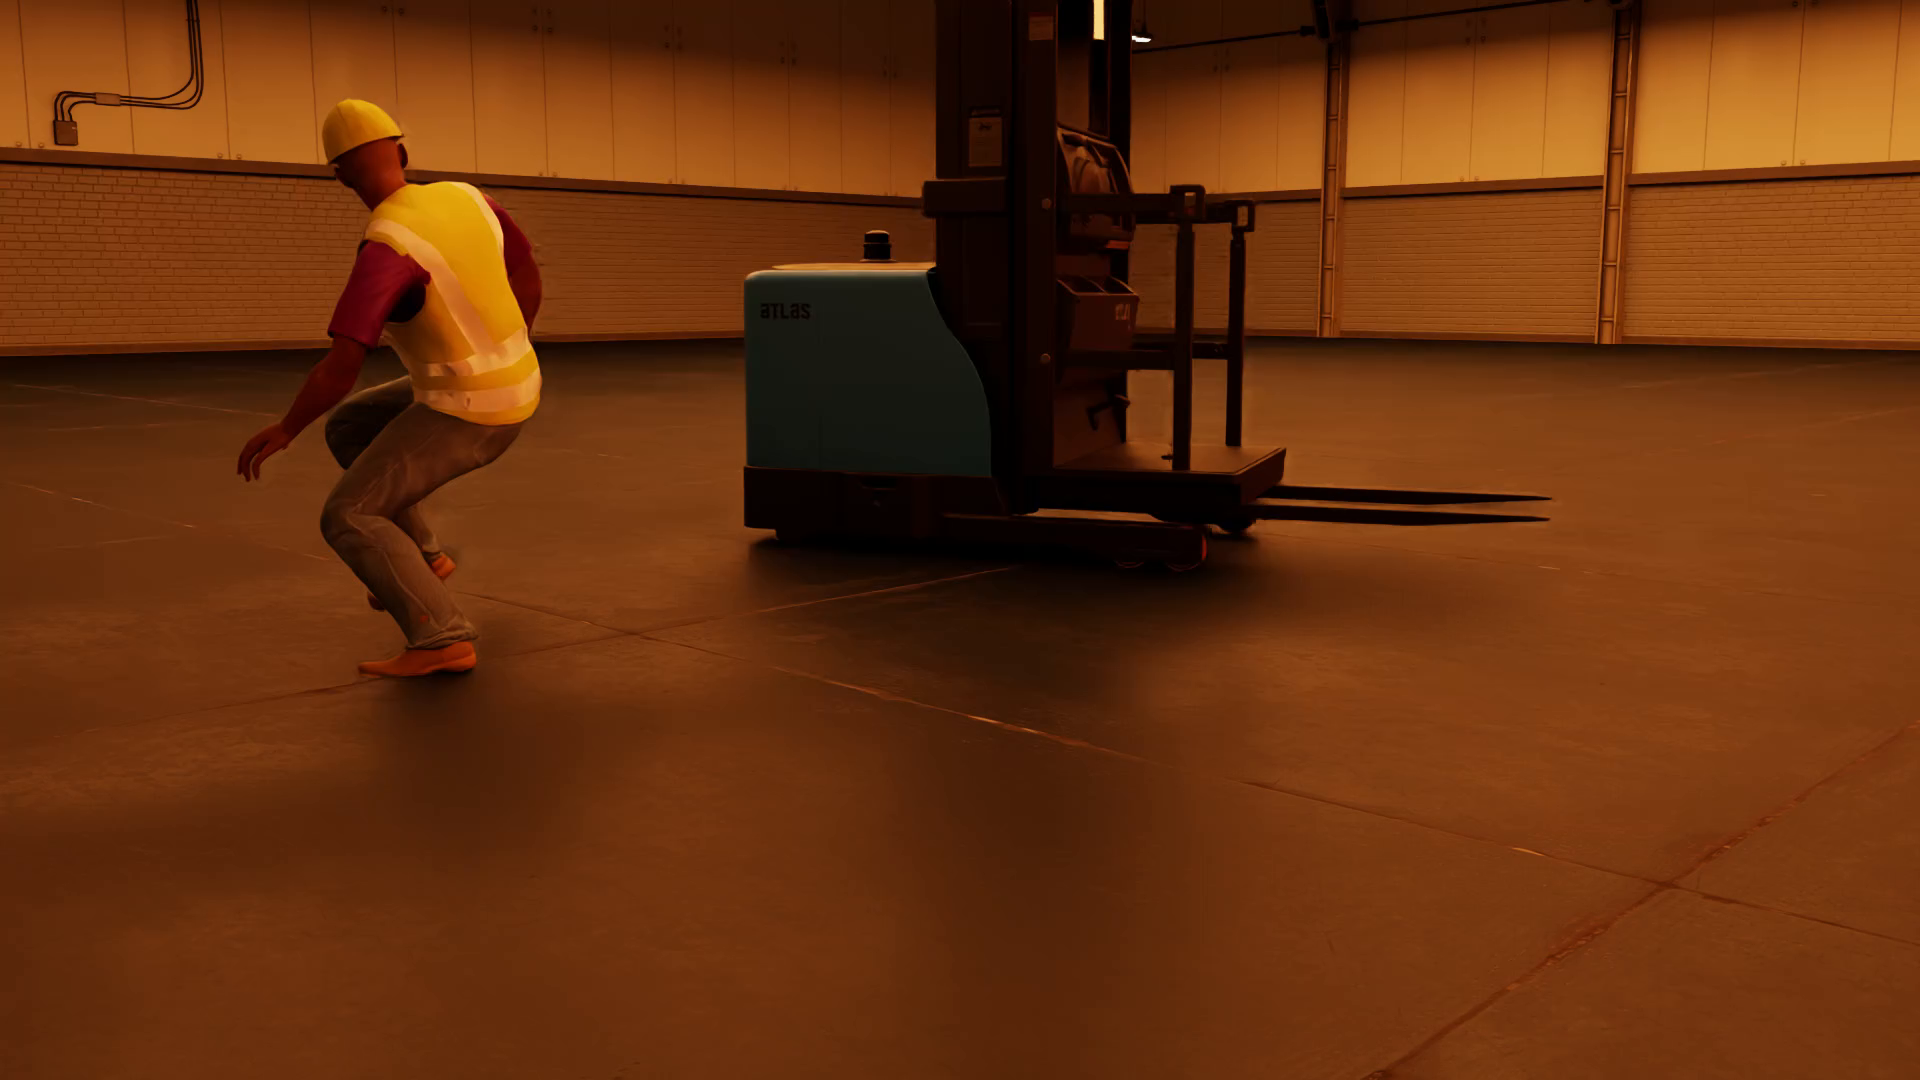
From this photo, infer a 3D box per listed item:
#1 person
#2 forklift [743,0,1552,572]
[{"bbox_3d":[-1.532,-0.421,4.597,0.693,1.521,0.841,0,9,0],"label":"person"},{"bbox_3d":[0.711,-1.425,6.338,3.031,2.935,1.130,3,9,20],"label":"forklift"}]
